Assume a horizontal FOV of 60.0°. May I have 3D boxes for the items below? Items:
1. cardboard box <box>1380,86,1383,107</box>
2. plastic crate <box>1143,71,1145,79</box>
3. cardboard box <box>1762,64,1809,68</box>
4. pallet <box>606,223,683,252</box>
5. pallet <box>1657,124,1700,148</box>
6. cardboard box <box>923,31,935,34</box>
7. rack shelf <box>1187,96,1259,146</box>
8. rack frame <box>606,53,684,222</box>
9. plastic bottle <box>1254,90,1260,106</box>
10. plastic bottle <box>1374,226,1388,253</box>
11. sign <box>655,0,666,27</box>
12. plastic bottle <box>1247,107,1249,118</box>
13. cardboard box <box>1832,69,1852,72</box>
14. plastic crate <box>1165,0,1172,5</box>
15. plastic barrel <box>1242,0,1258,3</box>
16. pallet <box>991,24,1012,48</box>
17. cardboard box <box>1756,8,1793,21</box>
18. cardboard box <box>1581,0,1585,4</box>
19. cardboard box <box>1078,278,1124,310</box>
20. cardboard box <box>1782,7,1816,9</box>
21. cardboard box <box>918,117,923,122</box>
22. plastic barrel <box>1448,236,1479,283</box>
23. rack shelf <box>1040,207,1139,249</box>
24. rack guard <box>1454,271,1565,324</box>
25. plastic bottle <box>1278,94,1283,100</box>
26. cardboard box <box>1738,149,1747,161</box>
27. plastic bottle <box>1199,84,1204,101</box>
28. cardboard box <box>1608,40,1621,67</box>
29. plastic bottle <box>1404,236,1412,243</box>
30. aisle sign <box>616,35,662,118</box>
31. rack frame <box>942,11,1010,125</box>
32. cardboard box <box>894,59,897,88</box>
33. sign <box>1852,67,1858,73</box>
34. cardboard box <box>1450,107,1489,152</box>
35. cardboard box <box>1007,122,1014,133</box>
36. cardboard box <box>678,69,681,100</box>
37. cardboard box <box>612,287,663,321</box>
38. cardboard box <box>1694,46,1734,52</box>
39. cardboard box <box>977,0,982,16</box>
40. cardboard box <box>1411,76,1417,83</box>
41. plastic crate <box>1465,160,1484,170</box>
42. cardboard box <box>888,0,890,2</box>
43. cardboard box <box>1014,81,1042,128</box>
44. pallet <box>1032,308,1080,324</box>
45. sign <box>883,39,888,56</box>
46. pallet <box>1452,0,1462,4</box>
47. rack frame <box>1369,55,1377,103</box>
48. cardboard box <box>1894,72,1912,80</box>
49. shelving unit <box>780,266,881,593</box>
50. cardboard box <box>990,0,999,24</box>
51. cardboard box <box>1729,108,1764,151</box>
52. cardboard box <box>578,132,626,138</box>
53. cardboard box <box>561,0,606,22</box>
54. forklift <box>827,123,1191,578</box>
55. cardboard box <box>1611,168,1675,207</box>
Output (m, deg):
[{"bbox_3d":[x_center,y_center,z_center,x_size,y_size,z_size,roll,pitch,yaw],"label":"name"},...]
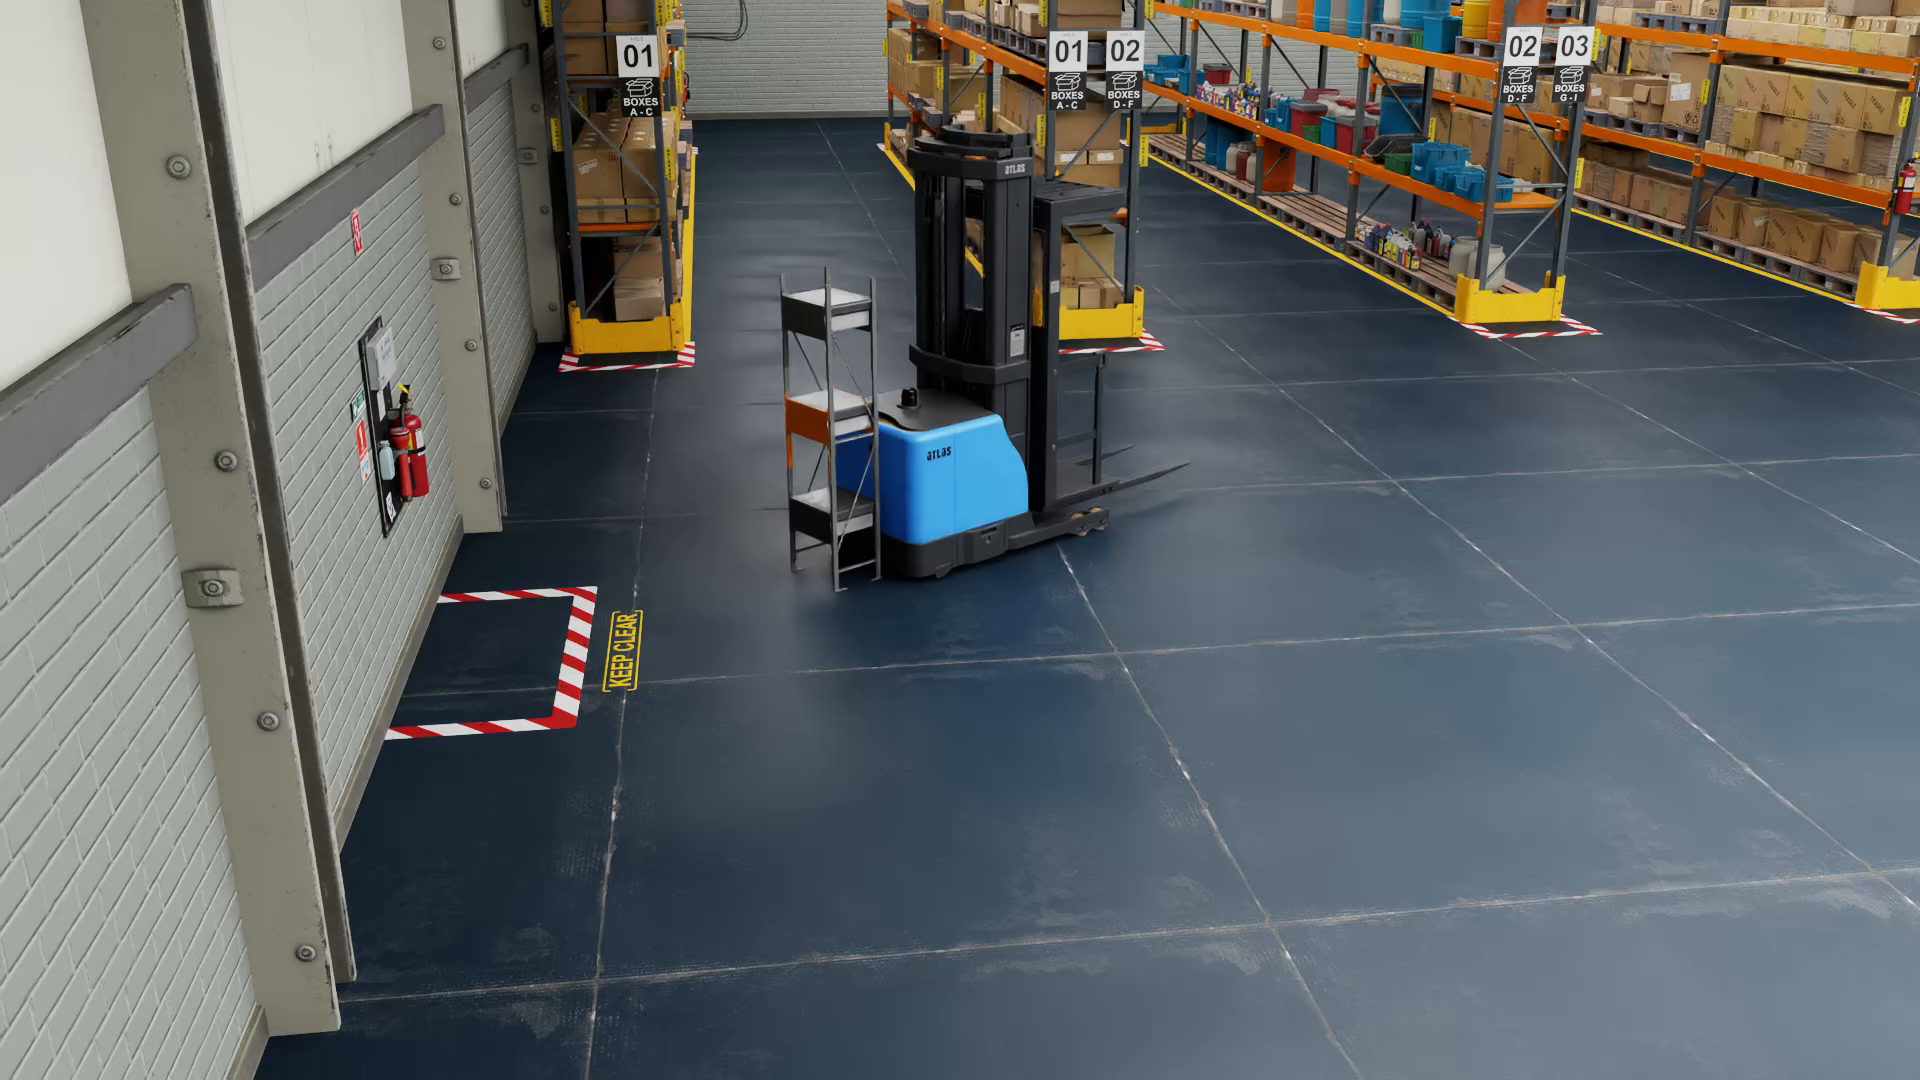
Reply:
[{"bbox_3d":[9.064,-8.682,33.611,0.875,0.875,0.875,-3,21,-8],"label":"cardboard box"},{"bbox_3d":[3.666,-9.136,32.680,0.250,0.136,0.298,-3,21,-8],"label":"plastic crate"},{"bbox_3d":[10.960,-6.056,22.147,0.500,0.500,0.500,-3,21,-8],"label":"cardboard box"},{"bbox_3d":[-4.375,-4.181,23.108,1.003,0.211,1.213,-3,21,-8],"label":"pallet"},{"bbox_3d":[10.656,-5.726,23.533,1.003,0.211,1.213,-3,21,-8],"label":"pallet"},{"bbox_3d":[-0.421,-9.221,31.045,0.500,0.500,0.500,-2,21,-6],"label":"cardboard box"},{"bbox_3d":[4.857,-7.034,27.791,1.077,0.370,4.000,-3,21,-8],"label":"rack shelf"},{"bbox_3d":[-4.659,-6.179,24.473,1.000,3.000,0.127,-3,21,-8],"label":"rack frame"},{"bbox_3d":[5.002,-7.442,28.039,0.097,0.271,0.097,0,20,0],"label":"plastic bottle"},{"bbox_3d":[5.454,-3.893,21.510,0.144,0.351,0.185,-4,21,-10],"label":"plastic bottle"},{"bbox_3d":[-2.969,-5.251,16.452,0.100,0.325,0.005,-3,21,-8],"label":"sign"},{"bbox_3d":[4.633,-6.825,26.486,0.097,0.201,0.097,0,20,0],"label":"plastic bottle"},{"bbox_3d":[14.444,-7.648,27.314,0.380,0.149,0.250,-4,21,-10],"label":"cardboard box"},{"bbox_3d":[4.006,-10.015,30.626,0.437,0.282,0.530,-3,21,-8],"label":"plastic crate"},{"bbox_3d":[4.740,-8.950,26.812,0.433,0.535,0.433,0,20,0],"label":"plastic barrel"},{"bbox_3d":[0.968,-6.115,20.141,1.003,0.211,1.213,-3,21,-8],"label":"pallet"},{"bbox_3d":[10.489,-6.753,21.367,0.380,0.149,0.250,-3,21,-7],"label":"cardboard box"},{"bbox_3d":[9.859,-8.439,25.379,0.500,0.500,0.500,-3,21,-7],"label":"cardboard box"},{"bbox_3d":[1.539,-2.766,18.664,0.500,0.250,0.500,-3,21,-8],"label":"cardboard box"},{"bbox_3d":[10.904,-6.870,21.681,0.380,0.149,0.250,-3,21,-7],"label":"cardboard box"},{"bbox_3d":[-0.588,-8.059,32.451,0.500,0.500,0.500,-3,21,-8],"label":"cardboard box"},{"bbox_3d":[6.055,-3.338,19.821,0.421,0.512,0.421,0,20,0],"label":"plastic barrel"},{"bbox_3d":[1.108,-4.016,19.709,1.077,0.370,4.000,-3,21,-8],"label":"rack shelf"},{"bbox_3d":[6.241,-2.762,18.896,1.175,0.500,0.348,-3,21,-8],"label":"rack guard"},{"bbox_3d":[5.281,-7.192,27.353,0.061,0.283,0.133,-3,21,-8],"label":"plastic bottle"},{"bbox_3d":[10.488,-5.078,21.883,0.380,0.149,0.250,-3,21,-8],"label":"cardboard box"},{"bbox_3d":[4.218,-7.814,29.018,0.061,0.283,0.133,-3,21,-8],"label":"plastic bottle"},{"bbox_3d":[13.607,-9.930,33.949,0.500,0.500,0.500,-2,21,-5],"label":"cardboard box"},{"bbox_3d":[5.659,-3.727,21.172,0.152,0.276,0.135,-3,21,-8],"label":"plastic bottle"},{"bbox_3d":[-3.198,-4.617,16.576,0.394,0.787,0.004,-3,21,-8],"label":"aisle sign"},{"bbox_3d":[0.243,-6.430,25.145,1.000,3.000,0.127,-3,21,-8],"label":"rack frame"},{"bbox_3d":[-0.958,-8.728,31.154,0.500,0.500,0.500,-3,21,-8],"label":"cardboard box"},{"bbox_3d":[14.433,-7.618,26.785,0.100,0.325,0.005,-3,21,-8],"label":"sign"},{"bbox_3d":[9.582,-7.294,29.895,1.225,0.875,0.875,-3,21,-8],"label":"cardboard box"},{"bbox_3d":[0.781,-5.026,20.316,0.380,0.149,0.250,-3,21,-8],"label":"cardboard box"},{"bbox_3d":[-4.836,-7.436,27.242,0.500,0.500,0.500,-3,21,-7],"label":"cardboard box"},{"bbox_3d":[-3.516,-2.600,18.104,0.500,0.311,0.500,-5,21,-14],"label":"cardboard box"},{"bbox_3d":[14.057,-9.332,30.918,0.500,0.500,0.500,-4,21,-10],"label":"cardboard box"},{"bbox_3d":[0.528,-7.428,23.145,0.500,0.250,0.500,-3,21,-9],"label":"cardboard box"},{"bbox_3d":[8.880,-8.818,31.897,0.380,0.149,0.250,-3,21,-7],"label":"cardboard box"},{"bbox_3d":[6.206,-4.621,20.678,0.530,0.136,0.437,-3,21,-8],"label":"plastic crate"},{"bbox_3d":[-1.088,-10.344,31.552,0.500,0.250,0.500,-3,21,-8],"label":"cardboard box"},{"bbox_3d":[1.035,-5.198,19.850,0.700,0.500,0.500,-3,21,-8],"label":"cardboard box"},{"bbox_3d":[1.244,-2.617,18.920,1.003,0.211,1.213,-3,21,-8],"label":"pallet"},{"bbox_3d":[-1.447,-9.578,32.336,0.100,0.325,0.005,-3,21,-8],"label":"sign"},{"bbox_3d":[9.362,-9.961,30.438,1.003,0.211,1.213,-3,21,-8],"label":"pallet"},{"bbox_3d":[8.893,-9.698,33.896,1.000,3.000,0.127,-3,21,-8],"label":"rack frame"},{"bbox_3d":[15.098,-7.328,25.977,0.700,0.500,0.500,-3,21,-9],"label":"cardboard box"},{"bbox_3d":[-0.864,-0.737,11.189,0.431,2.100,0.503,-17,27,-38],"label":"shelving unit"},{"bbox_3d":[0.631,-6.572,20.294,0.500,0.500,0.500,-1,21,-3],"label":"cardboard box"},{"bbox_3d":[10.664,-5.396,21.808,0.875,0.500,0.500,-3,21,-8],"label":"cardboard box"},{"bbox_3d":[-3.925,-4.206,18.303,0.500,0.500,0.500,-3,21,-9],"label":"cardboard box"},{"bbox_3d":[-3.826,-5.475,16.700,0.500,0.500,0.500,-2,21,-5],"label":"cardboard box"},{"bbox_3d":[0.485,-1.523,12.105,3.031,2.935,1.130,-17,27,-38],"label":"forklift"},{"bbox_3d":[10.344,-5.345,25.184,0.700,0.500,0.500,-1,21,-3],"label":"cardboard box"}]
